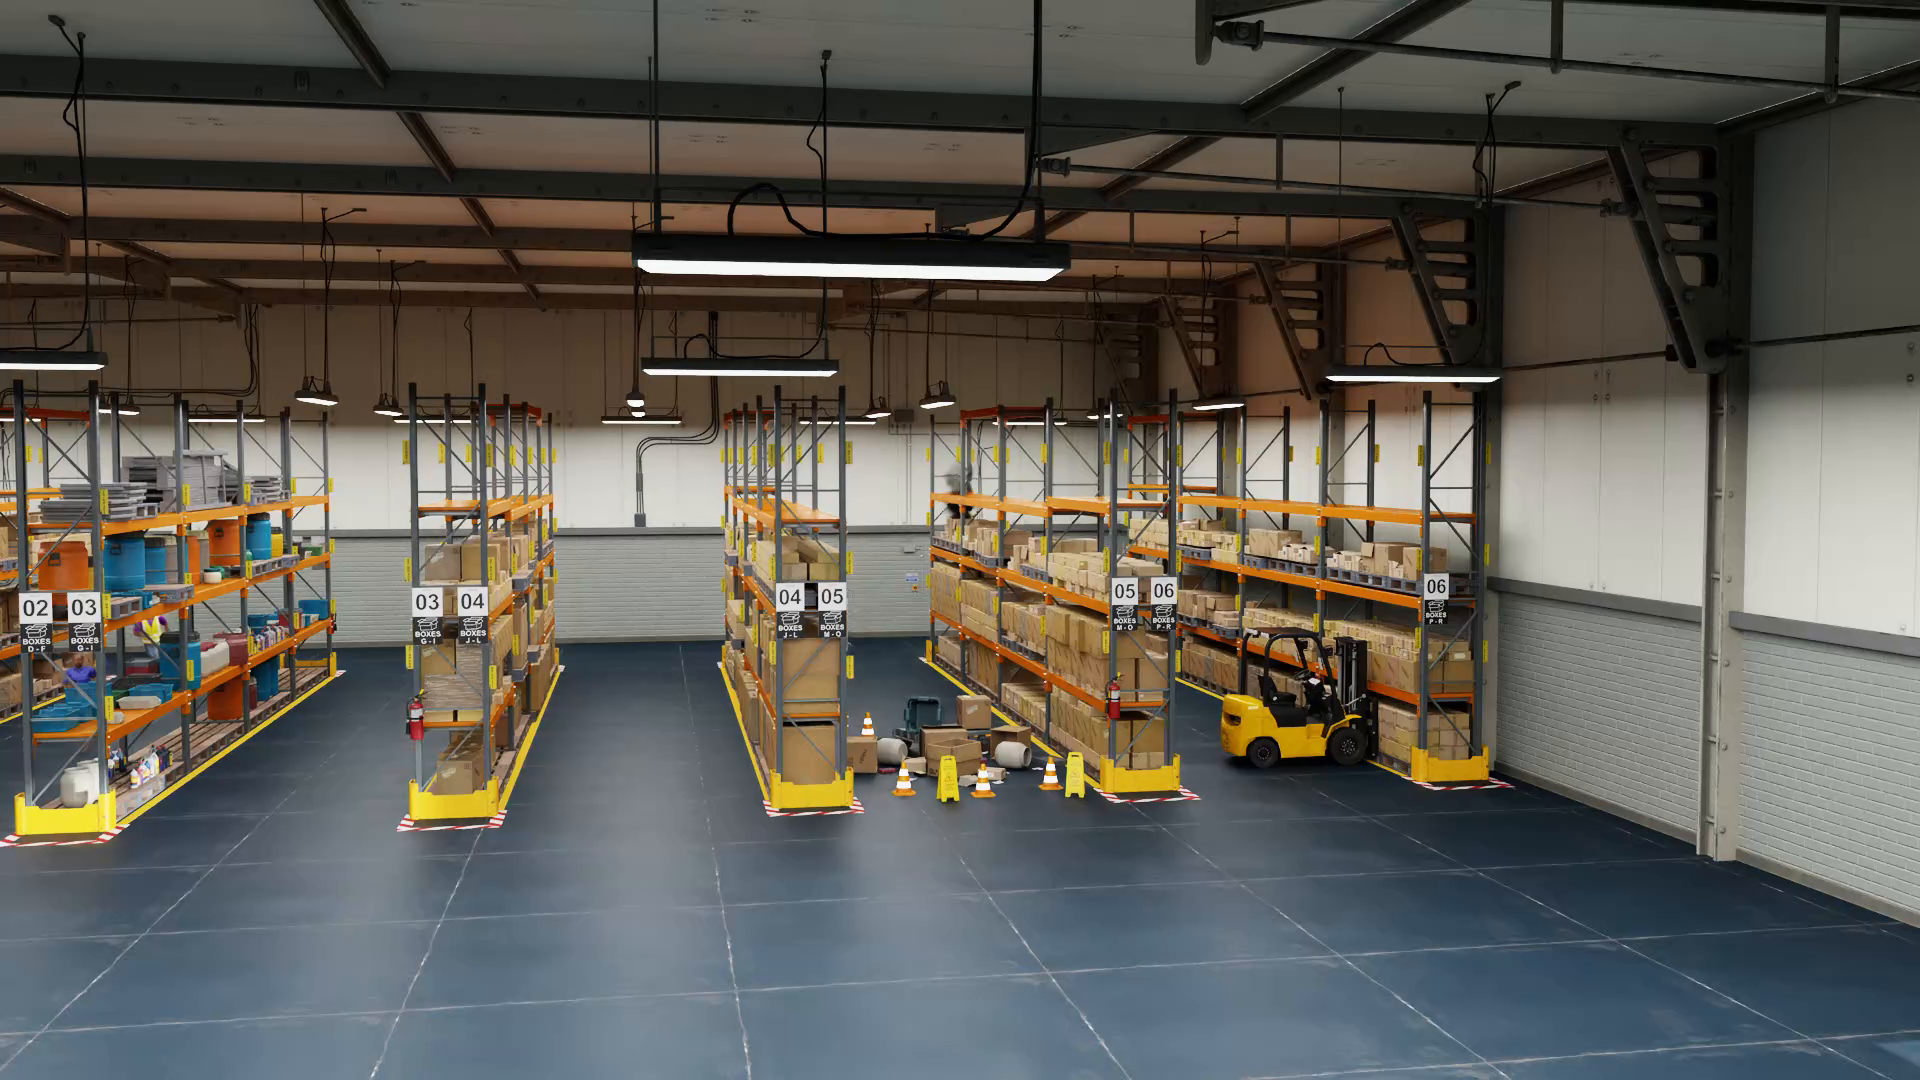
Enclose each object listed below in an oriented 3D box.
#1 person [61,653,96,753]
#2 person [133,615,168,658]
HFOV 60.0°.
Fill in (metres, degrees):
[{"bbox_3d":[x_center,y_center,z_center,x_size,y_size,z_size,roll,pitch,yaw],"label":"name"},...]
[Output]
[{"bbox_3d":[-14.961,2.735,28.273,0.549,1.662,0.924,-1,3,-22],"label":"person"},{"bbox_3d":[-17.684,2.259,36.364,0.702,1.753,0.901,-1,3,-22],"label":"person"}]
